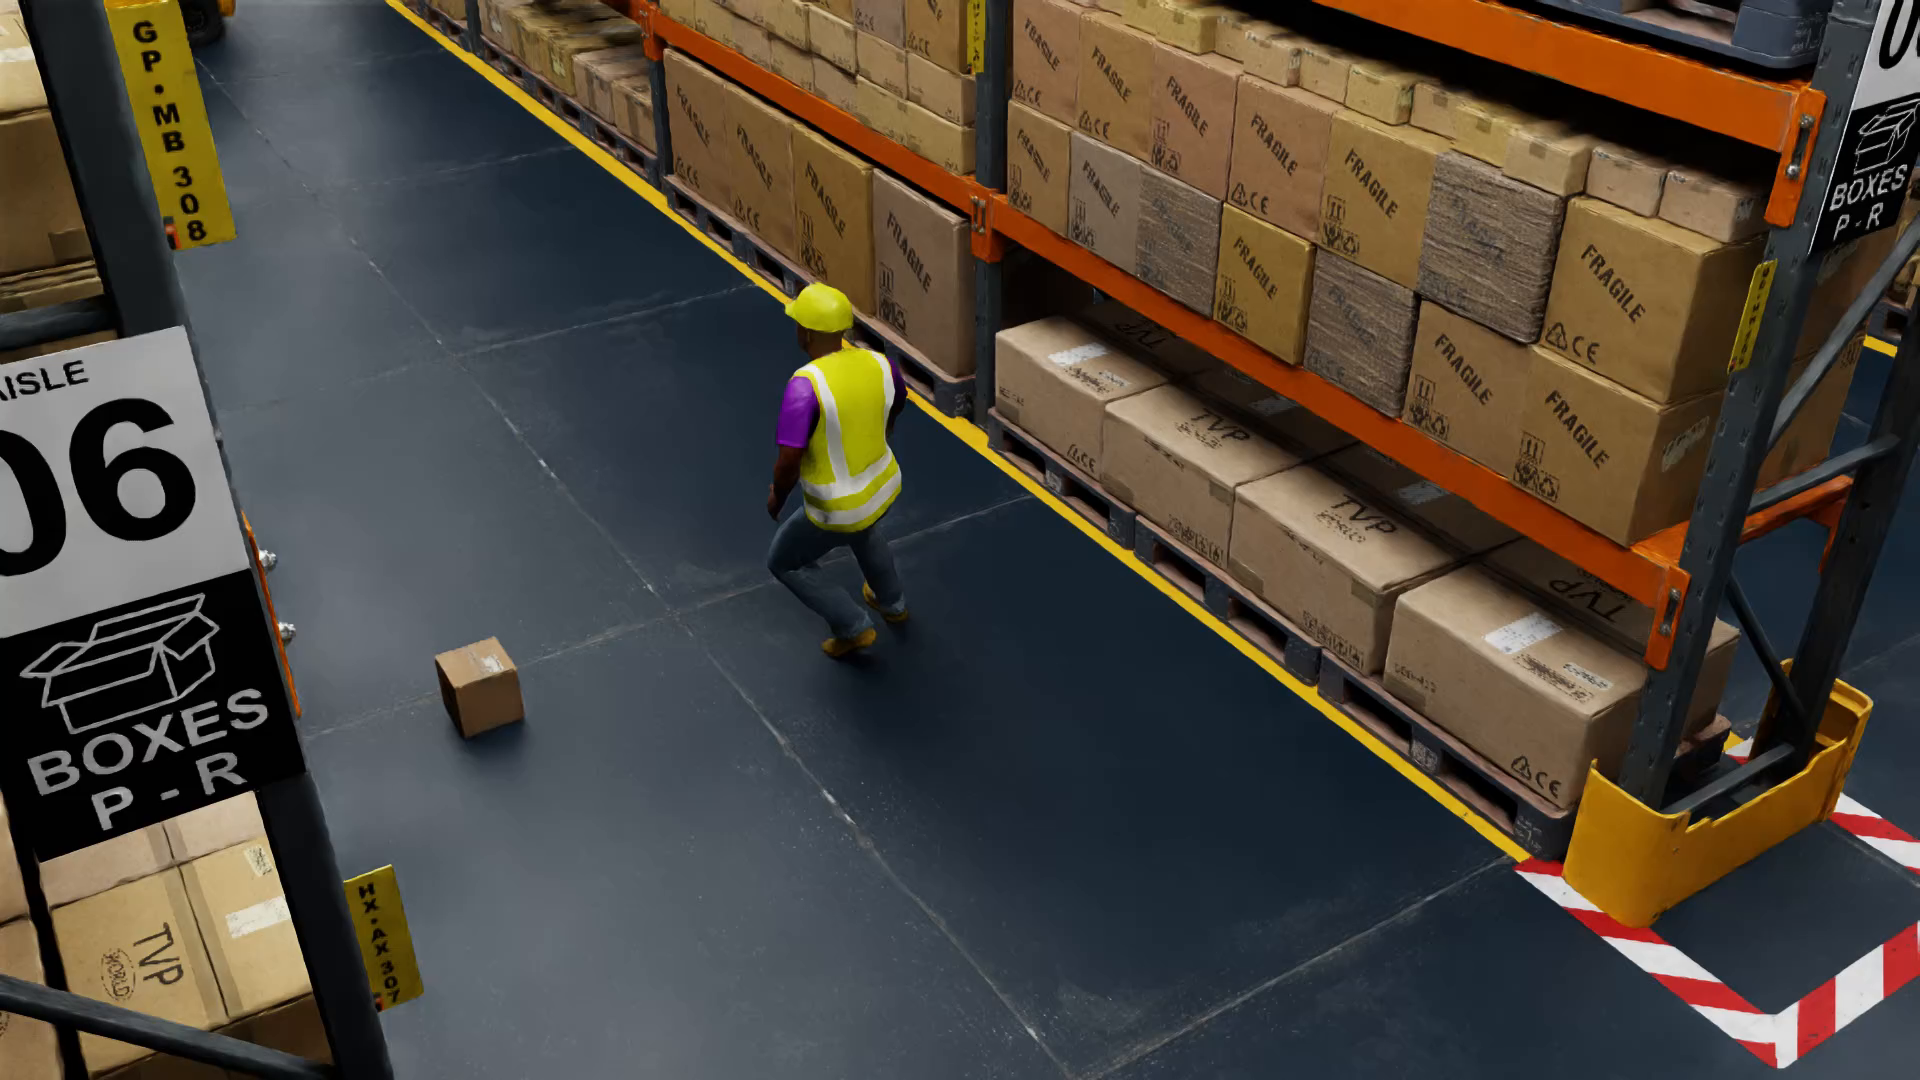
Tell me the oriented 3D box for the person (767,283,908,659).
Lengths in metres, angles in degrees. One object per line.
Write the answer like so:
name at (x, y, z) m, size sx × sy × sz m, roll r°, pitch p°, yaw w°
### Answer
person at (-0.448, -0.243, 6.619) m, size 0.501 × 1.685 × 0.968 m, roll 19°, pitch 37°, yaw 27°
